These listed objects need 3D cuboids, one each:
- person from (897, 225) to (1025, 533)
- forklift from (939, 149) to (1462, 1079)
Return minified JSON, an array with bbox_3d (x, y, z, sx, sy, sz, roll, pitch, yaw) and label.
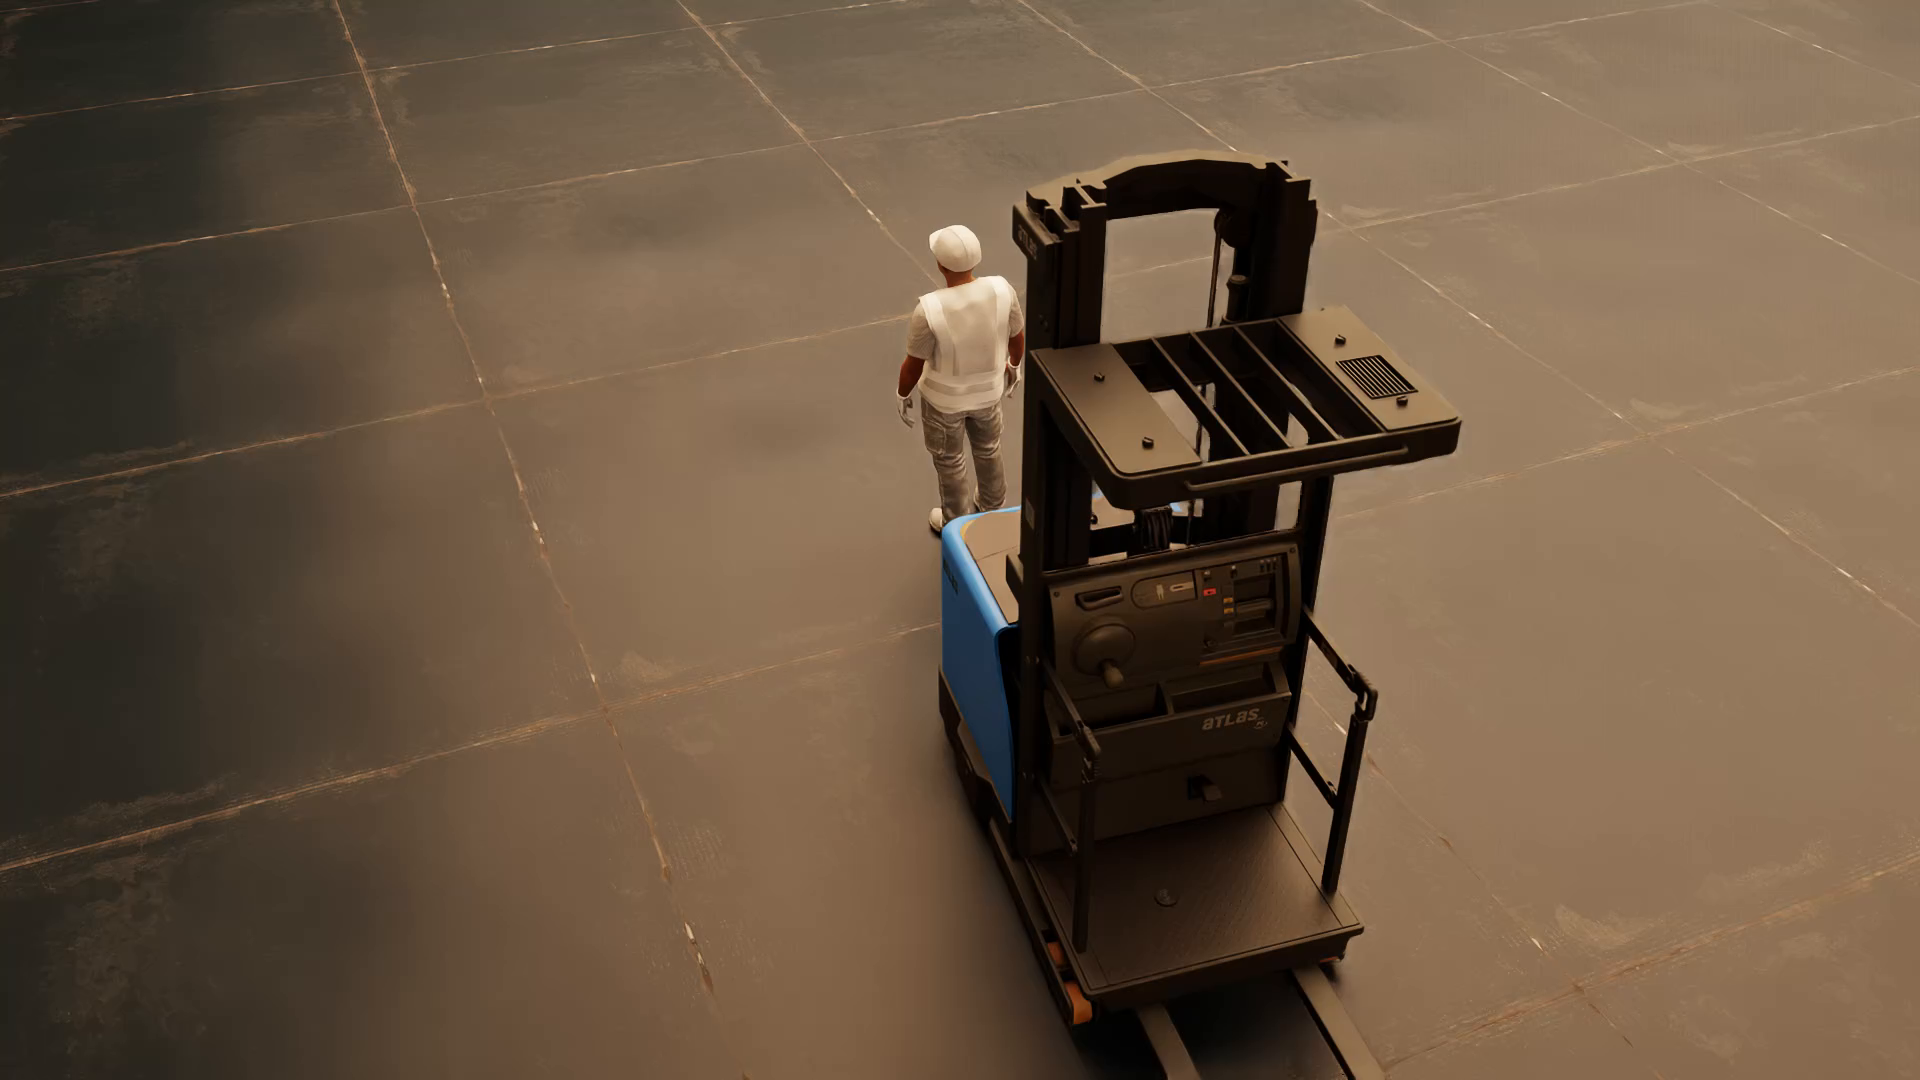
[{"bbox_3d":[-0.021,-0.773,8.164,0.657,1.785,0.575,-14,38,-19],"label":"person"},{"bbox_3d":[0.821,0.327,5.639,1.130,2.935,3.031,-10,37,-14],"label":"forklift"}]
